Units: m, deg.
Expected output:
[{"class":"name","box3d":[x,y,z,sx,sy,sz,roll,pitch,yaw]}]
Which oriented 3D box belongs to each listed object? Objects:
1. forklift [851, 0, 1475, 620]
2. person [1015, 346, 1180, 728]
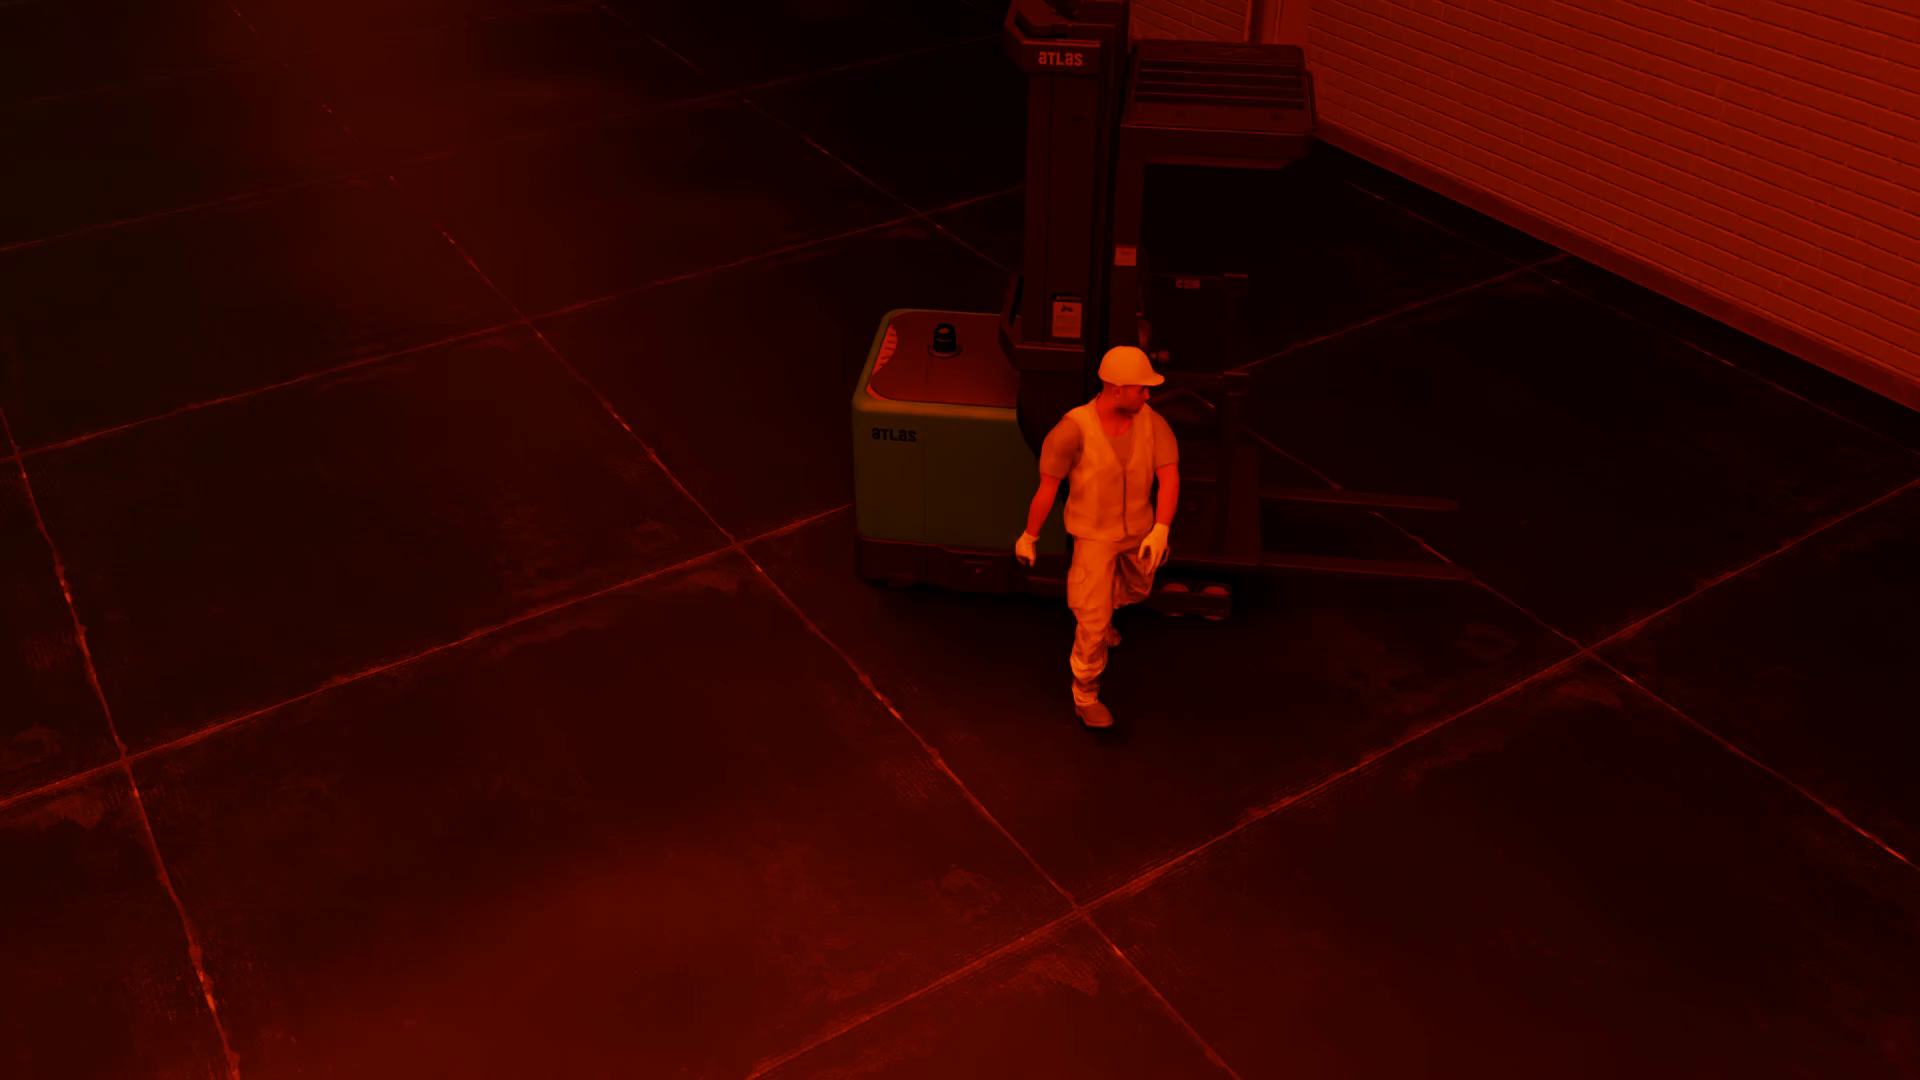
[{"class":"forklift","box3d":[1.032,-1.133,7.761,3.031,2.935,1.130,4,35,6]},{"class":"person","box3d":[0.605,-0.030,7.283,0.699,1.706,0.833,-16,38,-22]}]
